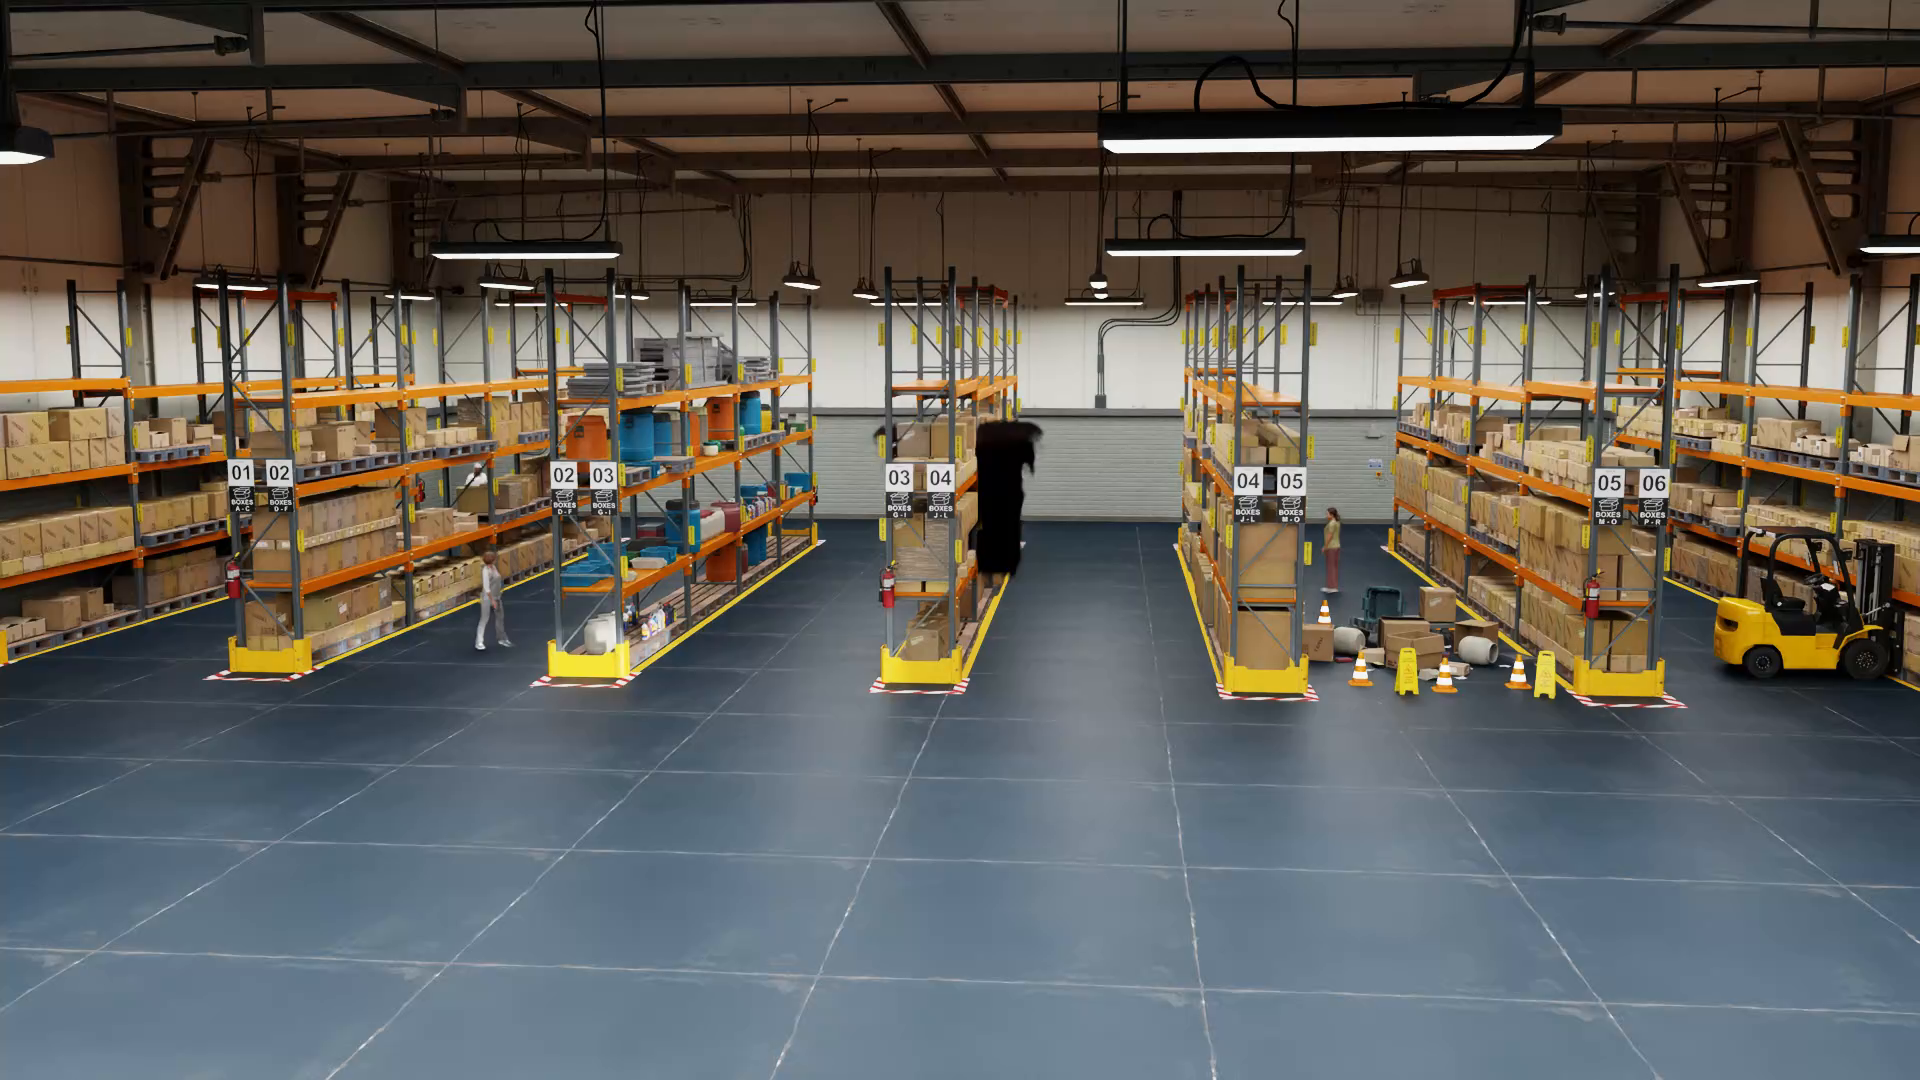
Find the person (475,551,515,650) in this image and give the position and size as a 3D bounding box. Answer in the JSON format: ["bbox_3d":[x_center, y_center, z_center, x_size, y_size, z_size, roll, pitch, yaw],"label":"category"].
[{"bbox_3d":[-7.571,0.975,26.894,0.501,1.605,0.582,2,7,16],"label":"person"}]

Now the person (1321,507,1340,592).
[{"bbox_3d":[7.312,0.200,32.774,0.346,1.676,0.471,4,8,30],"label":"person"}]

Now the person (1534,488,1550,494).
[{"bbox_3d":[13.977,-0.718,39.938,0.987,1.750,0.599,0,7,3],"label":"person"}]

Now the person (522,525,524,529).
[{"bbox_3d":[-10.691,-0.786,40.460,0.427,1.792,0.585,2,7,17],"label":"person"}]

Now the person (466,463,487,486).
[{"bbox_3d":[-12.663,-1.162,43.571,0.535,1.709,1.051,0,7,-3],"label":"person"}]
